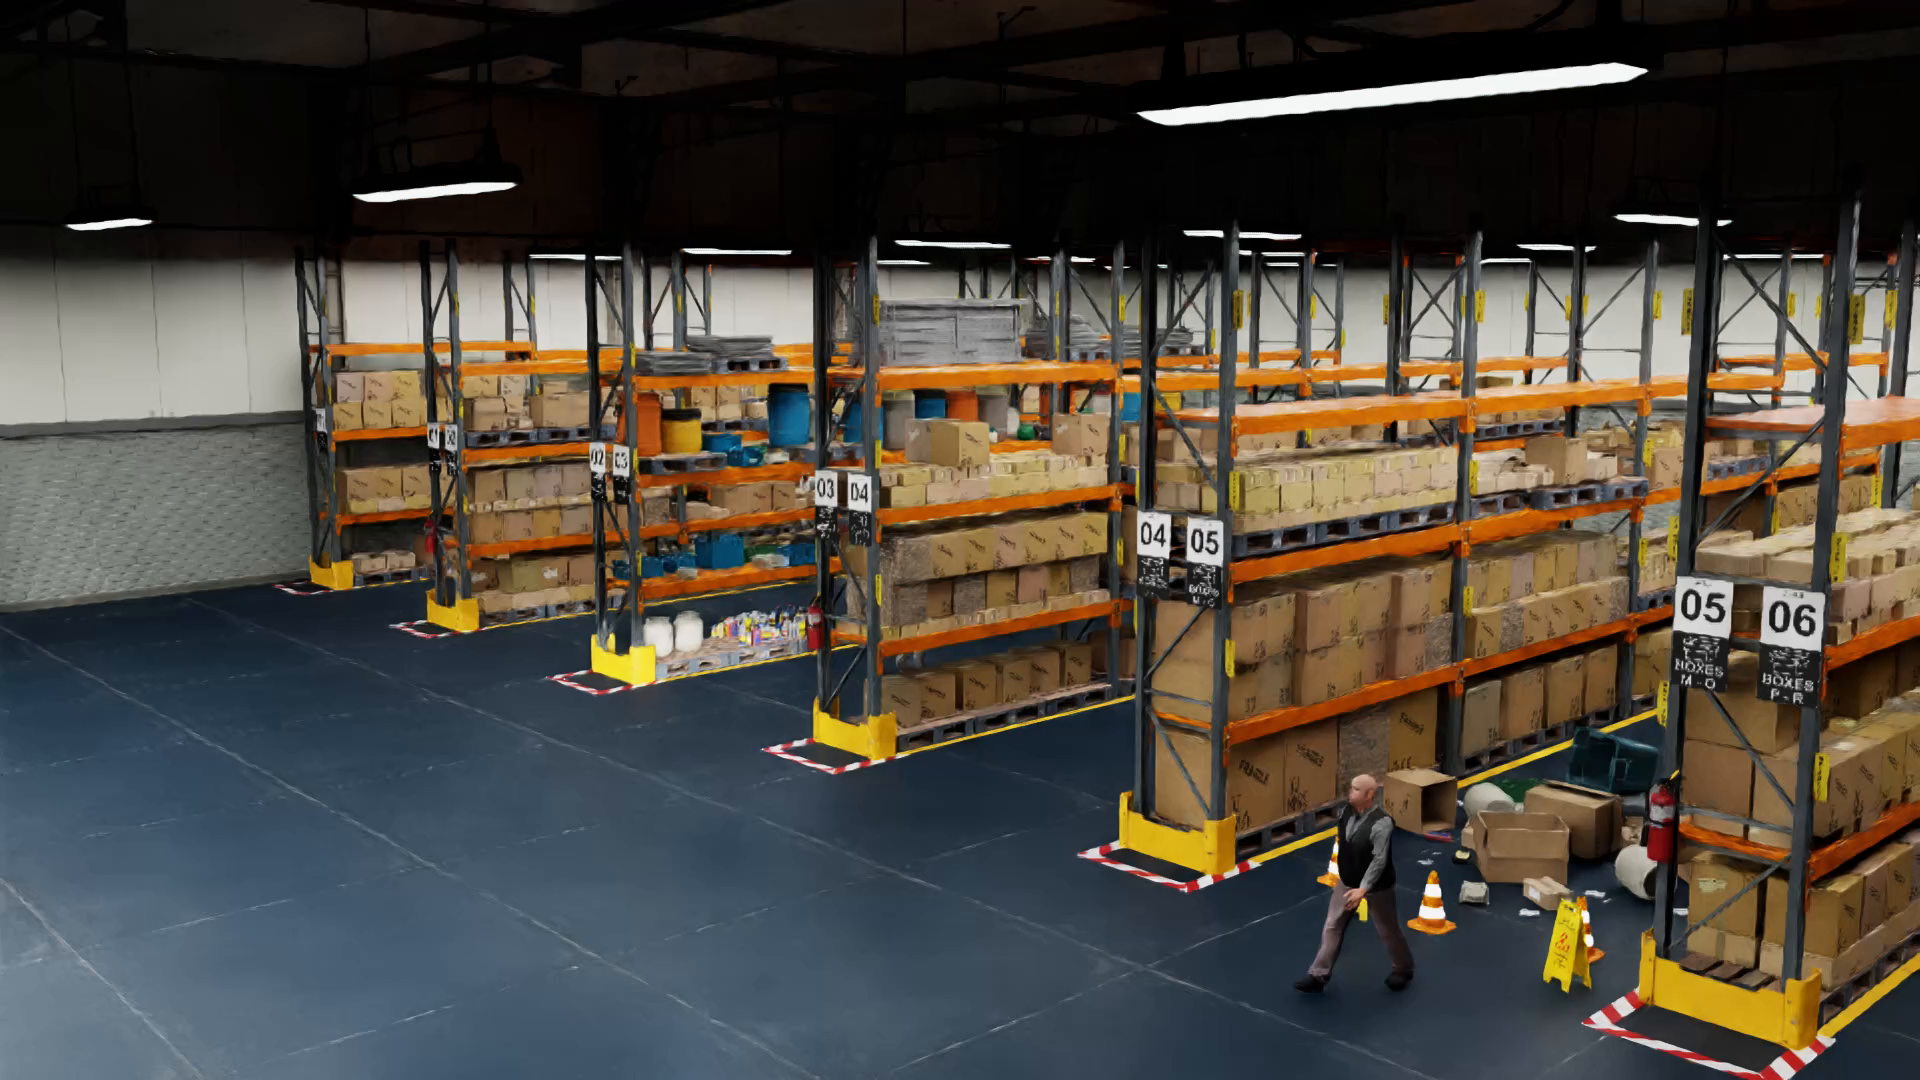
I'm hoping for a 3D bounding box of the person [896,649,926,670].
[{"bbox_3d":[-0.599,1.272,21.495,0.519,1.541,0.566,-8,12,-44],"label":"person"}]

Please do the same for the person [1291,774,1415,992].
[{"bbox_3d":[2.975,2.542,12.310,1.021,1.661,0.540,-5,10,-33],"label":"person"}]

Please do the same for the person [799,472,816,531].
[{"bbox_3d":[-3.099,-0.721,34.340,0.835,1.722,0.703,-7,11,-38],"label":"person"}]
